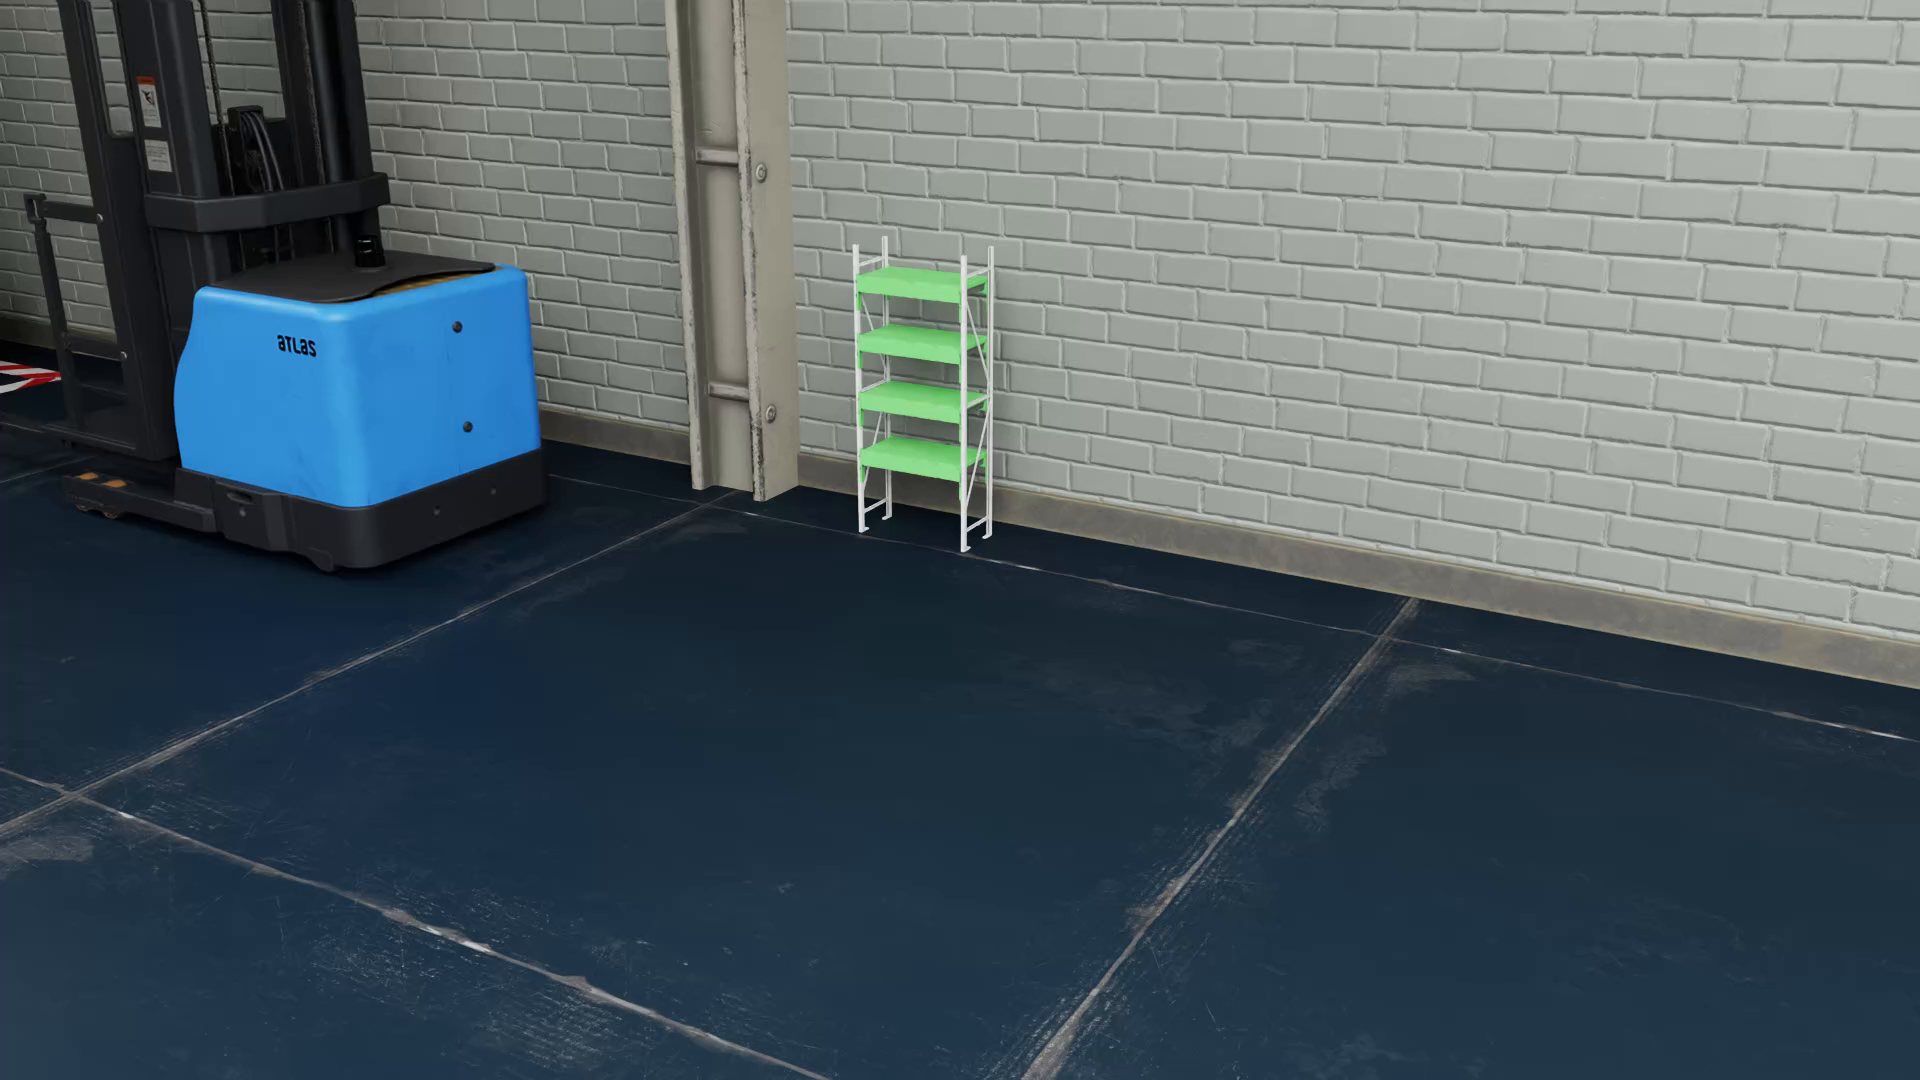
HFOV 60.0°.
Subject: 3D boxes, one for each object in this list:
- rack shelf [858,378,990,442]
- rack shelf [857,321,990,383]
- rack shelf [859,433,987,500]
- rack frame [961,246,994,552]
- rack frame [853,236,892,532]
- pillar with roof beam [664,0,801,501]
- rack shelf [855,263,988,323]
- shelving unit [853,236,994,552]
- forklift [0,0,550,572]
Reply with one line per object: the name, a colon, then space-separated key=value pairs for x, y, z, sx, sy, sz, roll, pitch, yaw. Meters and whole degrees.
rack shelf: x=-0.145 y=-0.531 z=6.758 sx=0.480 sy=0.148 sz=0.258 roll=11 pitch=23 yaw=27
rack shelf: x=-0.145 y=-0.757 z=6.676 sx=0.480 sy=0.148 sz=0.258 roll=11 pitch=23 yaw=27
rack shelf: x=-0.145 y=-0.306 z=6.840 sx=0.480 sy=0.148 sz=0.258 roll=11 pitch=23 yaw=27
rack frame: x=0.068 y=-0.551 z=6.624 sx=0.015 sy=1.200 sz=0.240 roll=11 pitch=23 yaw=27
rack frame: x=-0.358 y=-0.632 z=6.848 sx=0.015 sy=1.200 sz=0.240 roll=11 pitch=23 yaw=27
pillar with roof beam: x=-3.065 y=-3.196 z=2.480 sx=0.400 sy=9.000 sz=9.100 roll=11 pitch=23 yaw=27
rack shelf: x=-0.145 y=-0.983 z=6.594 sx=0.480 sy=0.148 sz=0.258 roll=11 pitch=23 yaw=27
shelving unit: x=-0.145 y=-0.592 z=6.736 sx=0.503 sy=1.200 sz=0.258 roll=11 pitch=23 yaw=27
forklift: x=-3.285 y=-1.609 z=7.001 sx=3.031 sy=2.935 sz=1.130 roll=12 pitch=23 yaw=29
